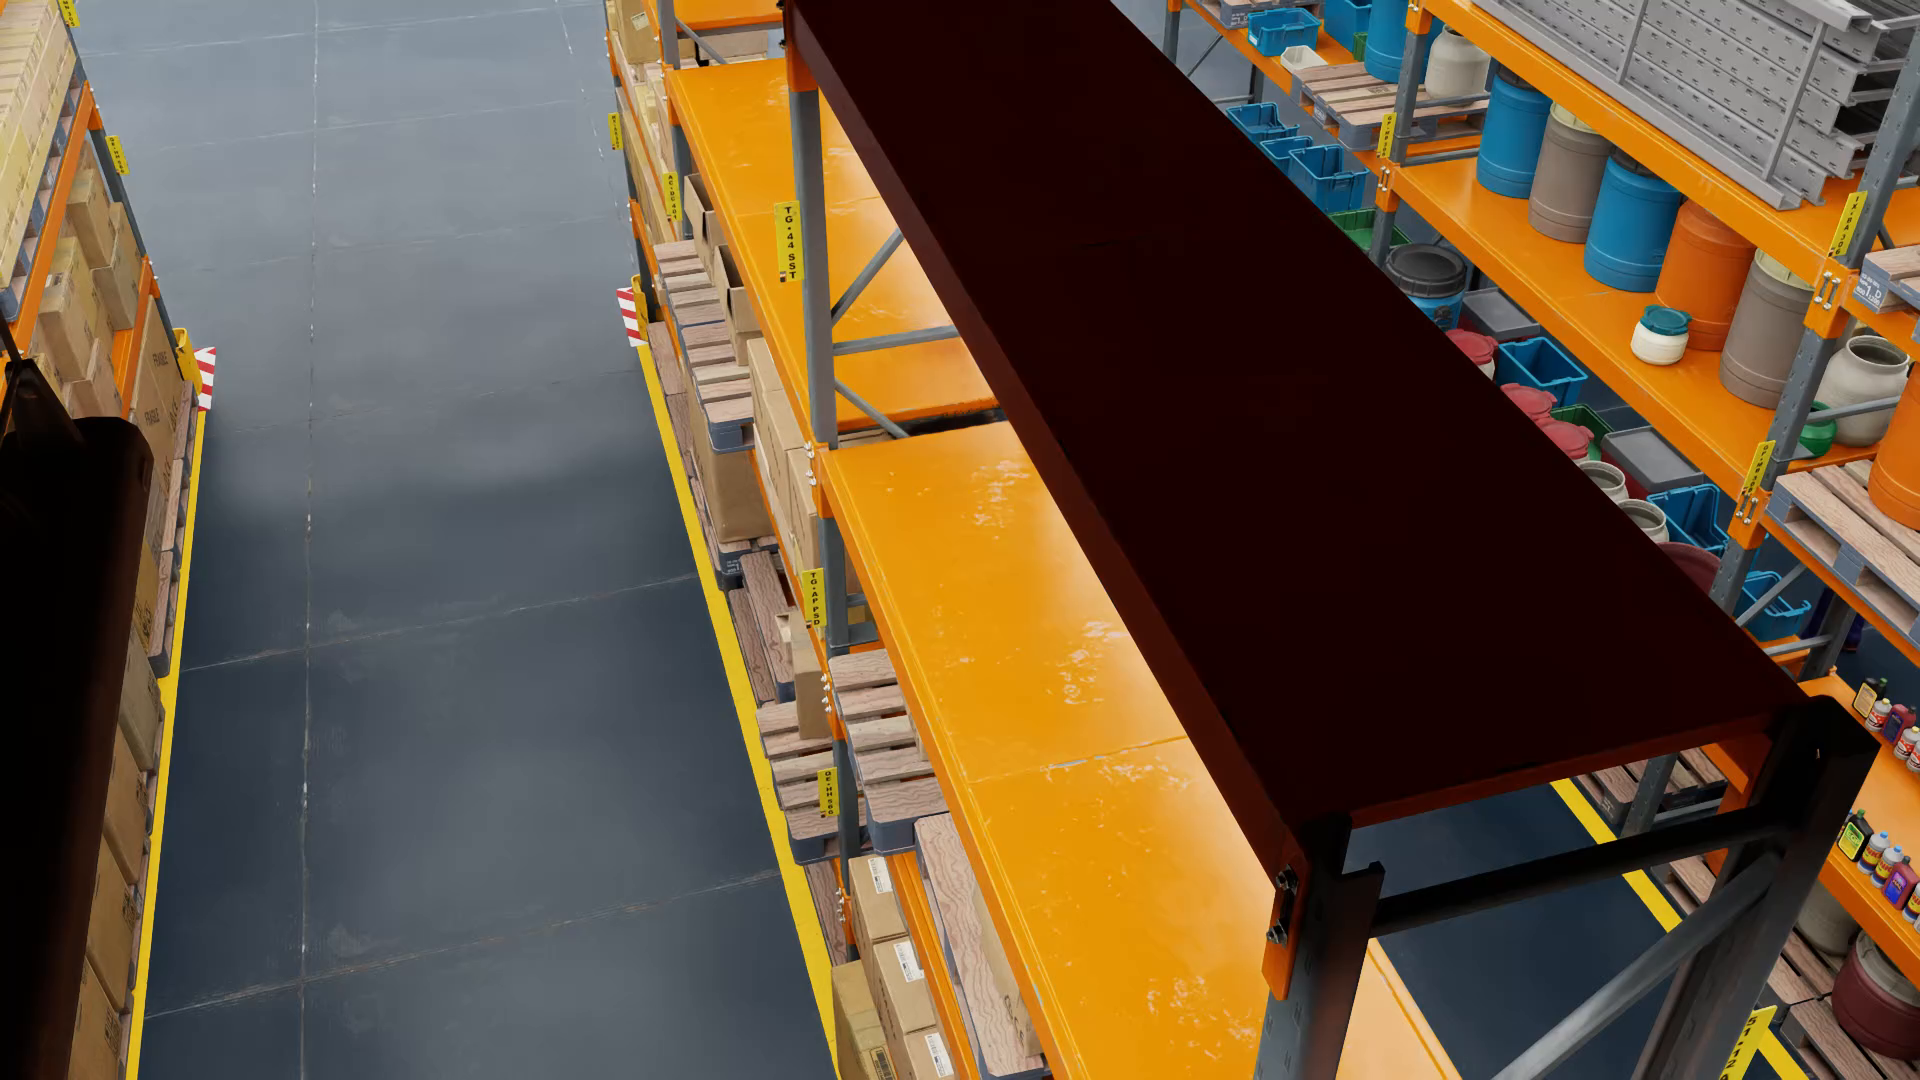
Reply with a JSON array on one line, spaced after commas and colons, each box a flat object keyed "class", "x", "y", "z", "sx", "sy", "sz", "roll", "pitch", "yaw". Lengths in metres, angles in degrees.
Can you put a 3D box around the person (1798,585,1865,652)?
[{"class": "person", "x": 6.101, "y": 0.105, "z": 11.392, "sx": 0.583, "sy": 1.640, "sz": 0.505, "roll": 12, "pitch": 40, "yaw": 15}]
